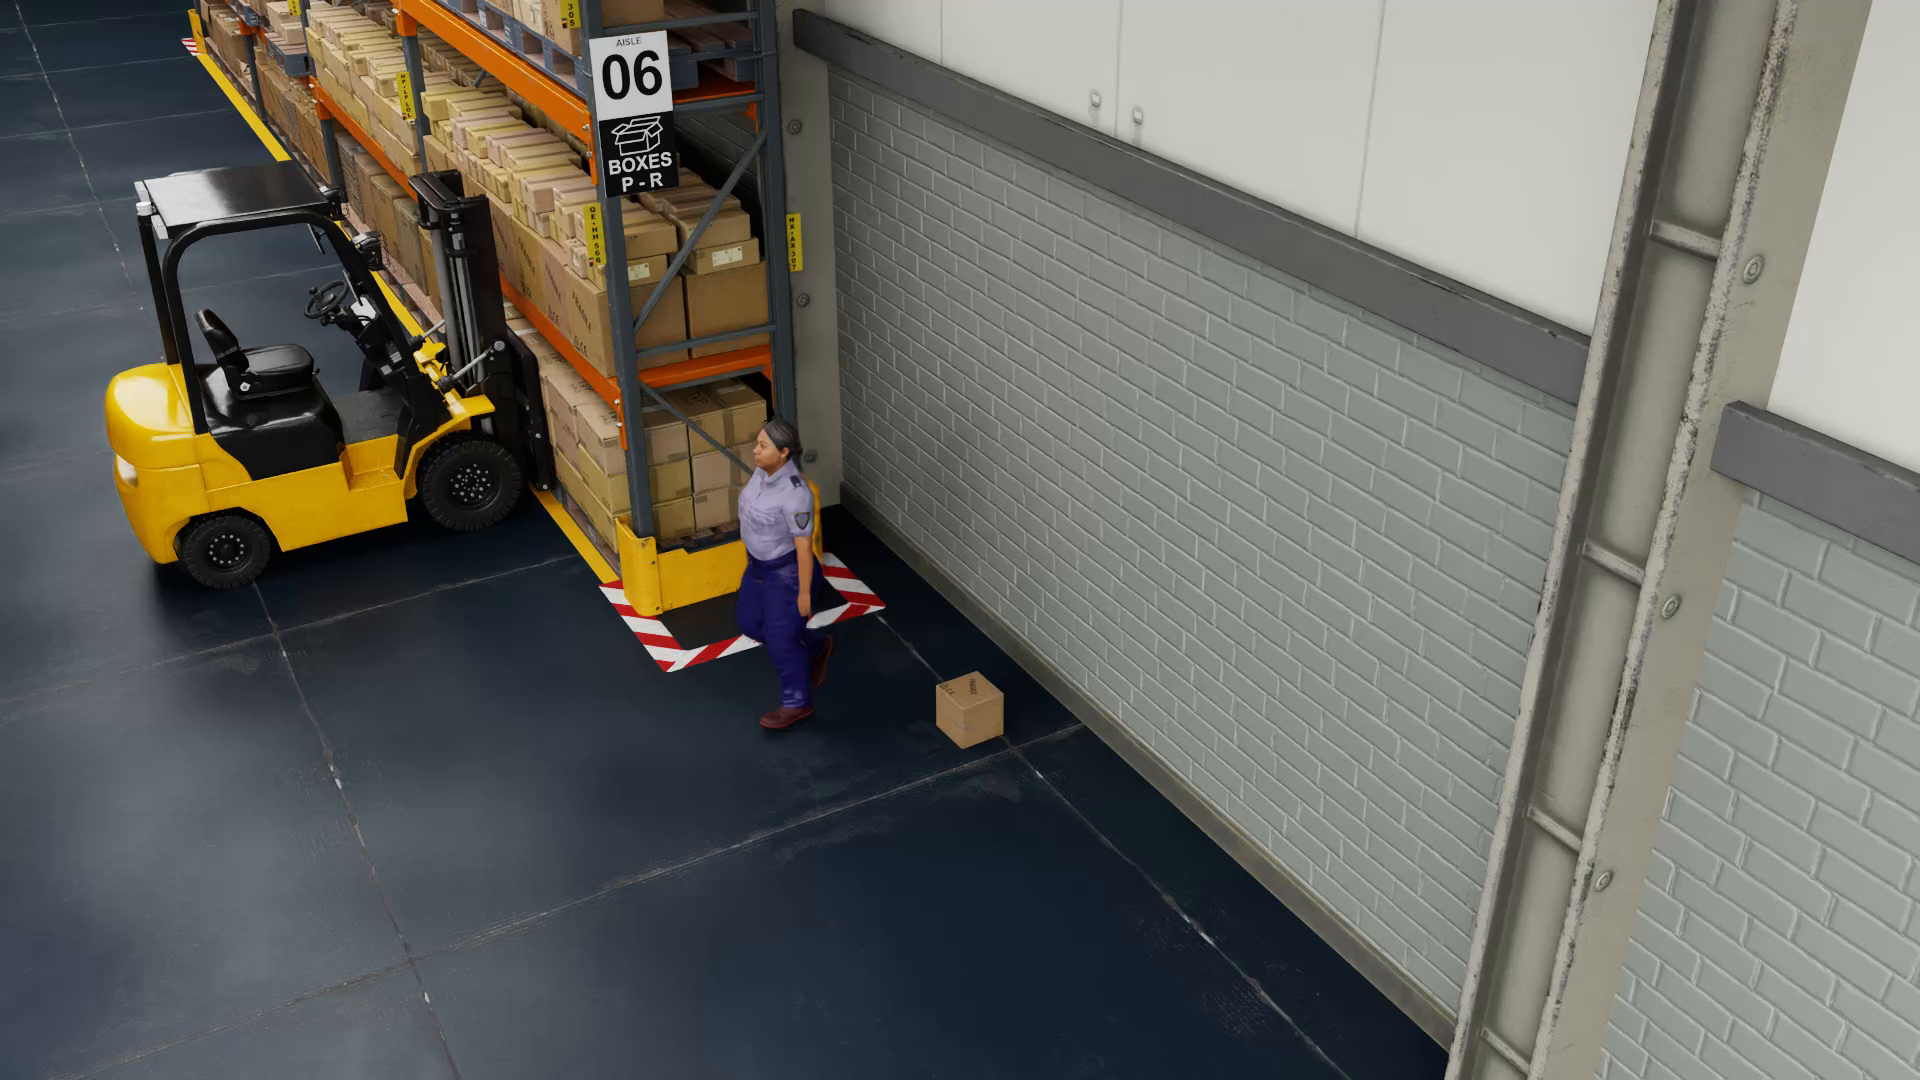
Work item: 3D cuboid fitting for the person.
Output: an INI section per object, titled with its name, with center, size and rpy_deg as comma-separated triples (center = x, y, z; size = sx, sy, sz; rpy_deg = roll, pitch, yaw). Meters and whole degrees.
[person]
center = -0.843, 0.152, 8.274
size = 0.505, 1.622, 0.501
rpy_deg = -15, 33, -25
